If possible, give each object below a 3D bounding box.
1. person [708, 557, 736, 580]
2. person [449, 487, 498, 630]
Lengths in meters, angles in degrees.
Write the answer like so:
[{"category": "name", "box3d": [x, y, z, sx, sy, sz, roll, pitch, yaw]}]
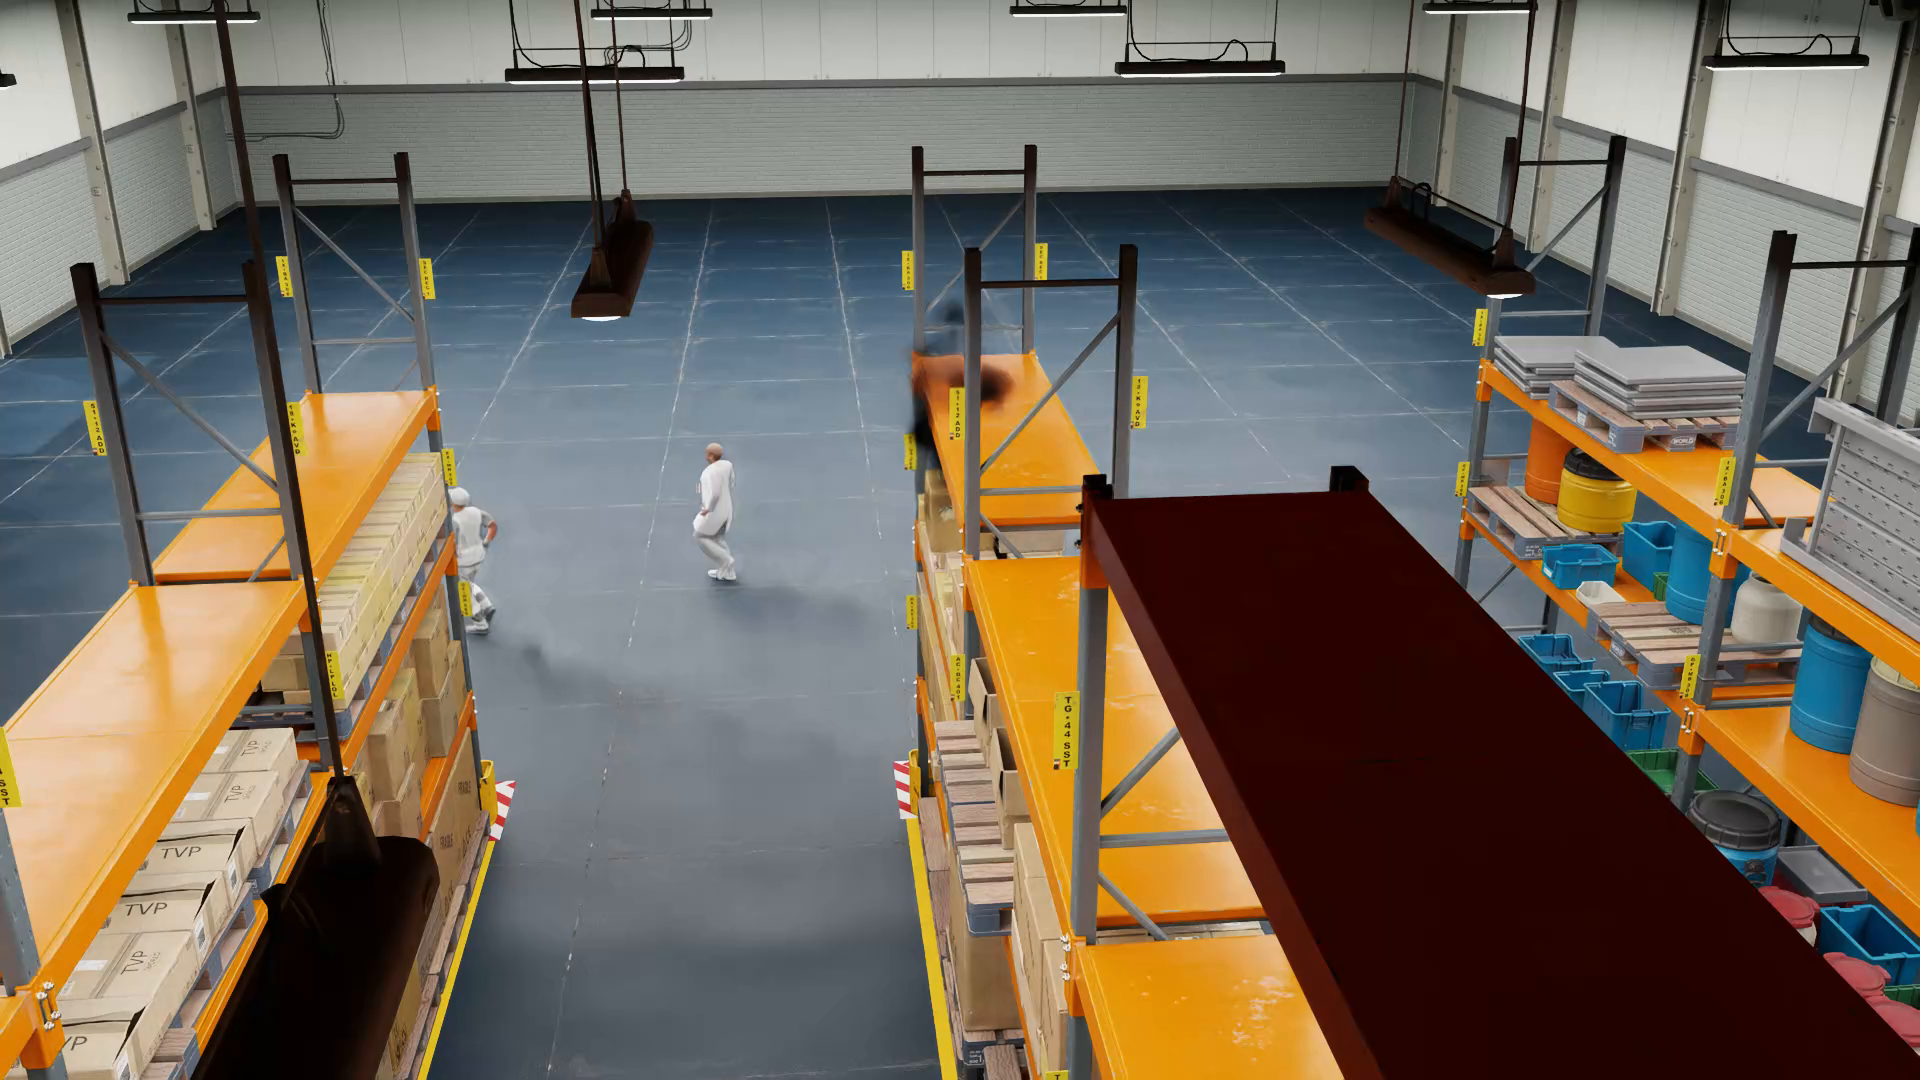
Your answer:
[{"category": "person", "box3d": [-2.927, -0.178, 20.175, 0.405, 1.406, 0.196, 8, 23, 20]}, {"category": "person", "box3d": [-5.577, 0.189, 18.725, 0.484, 1.695, 0.692, 12, 24, 27]}]
